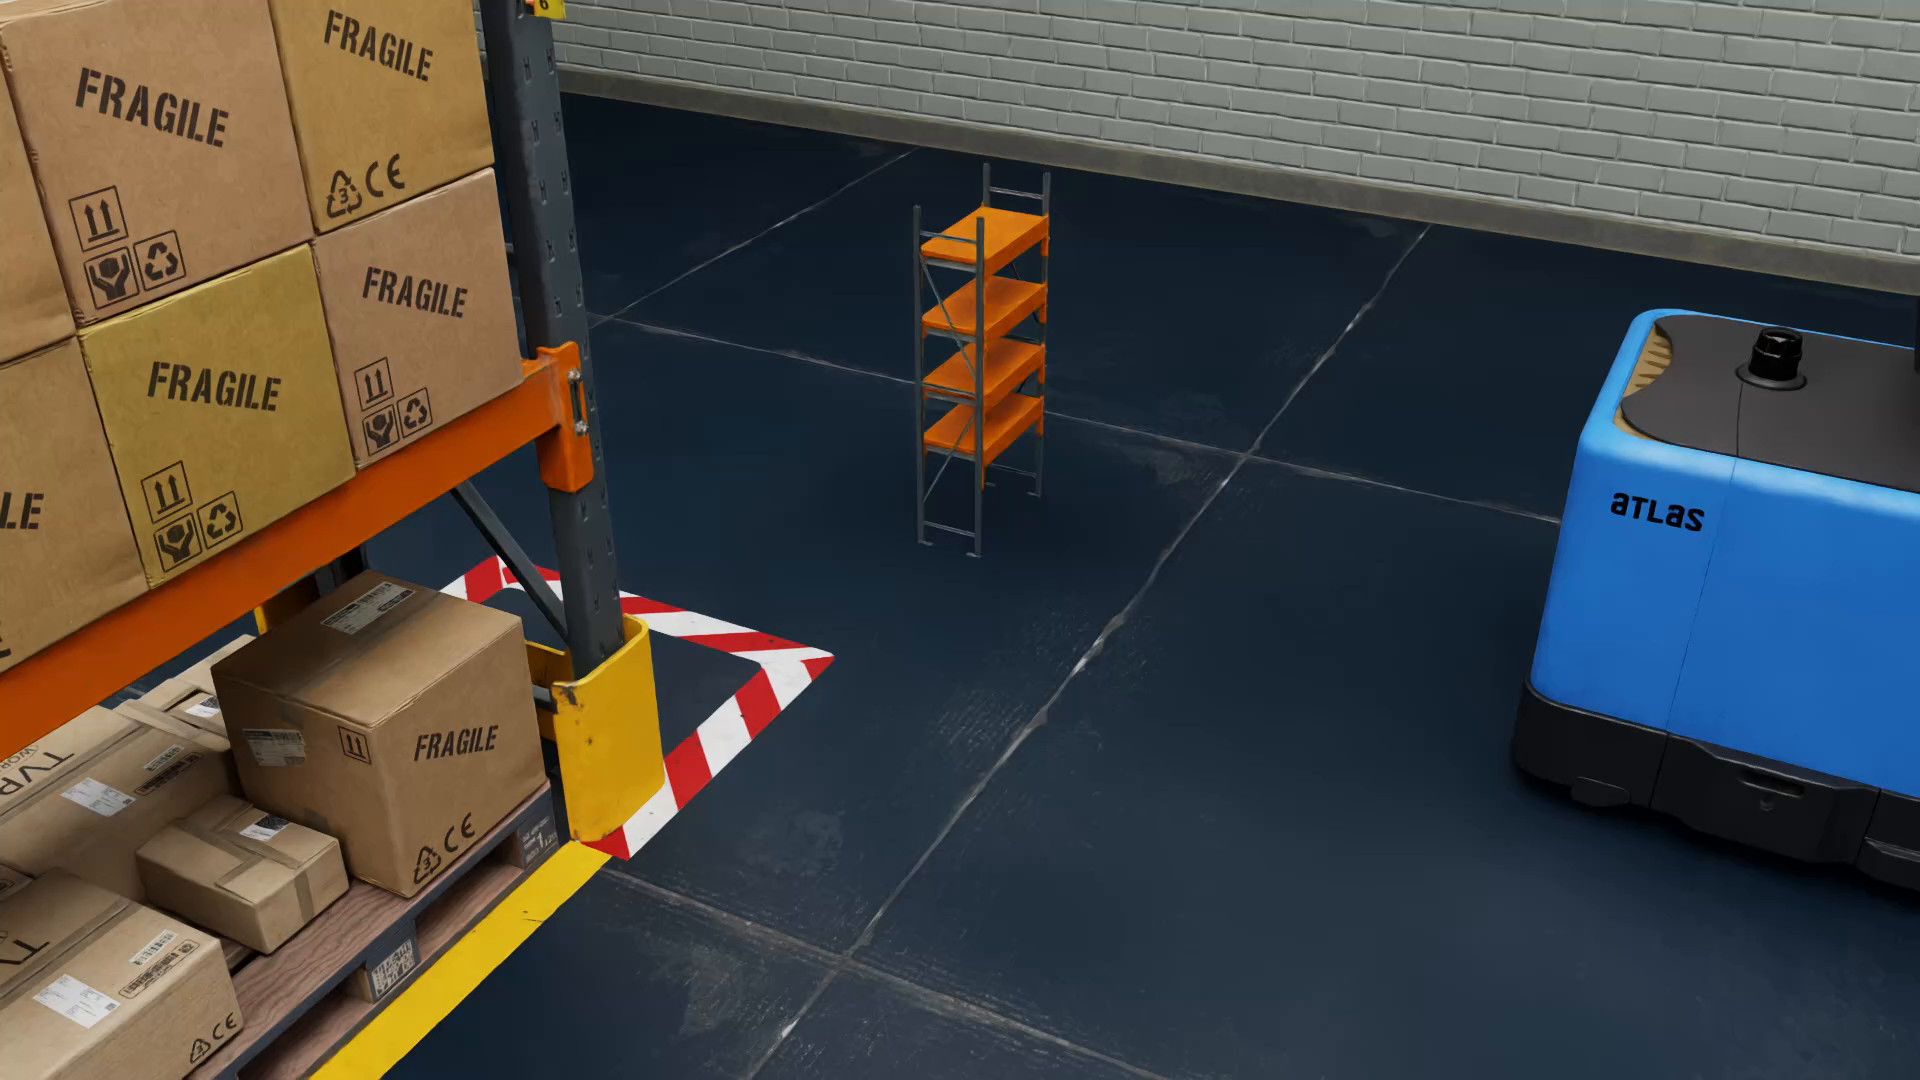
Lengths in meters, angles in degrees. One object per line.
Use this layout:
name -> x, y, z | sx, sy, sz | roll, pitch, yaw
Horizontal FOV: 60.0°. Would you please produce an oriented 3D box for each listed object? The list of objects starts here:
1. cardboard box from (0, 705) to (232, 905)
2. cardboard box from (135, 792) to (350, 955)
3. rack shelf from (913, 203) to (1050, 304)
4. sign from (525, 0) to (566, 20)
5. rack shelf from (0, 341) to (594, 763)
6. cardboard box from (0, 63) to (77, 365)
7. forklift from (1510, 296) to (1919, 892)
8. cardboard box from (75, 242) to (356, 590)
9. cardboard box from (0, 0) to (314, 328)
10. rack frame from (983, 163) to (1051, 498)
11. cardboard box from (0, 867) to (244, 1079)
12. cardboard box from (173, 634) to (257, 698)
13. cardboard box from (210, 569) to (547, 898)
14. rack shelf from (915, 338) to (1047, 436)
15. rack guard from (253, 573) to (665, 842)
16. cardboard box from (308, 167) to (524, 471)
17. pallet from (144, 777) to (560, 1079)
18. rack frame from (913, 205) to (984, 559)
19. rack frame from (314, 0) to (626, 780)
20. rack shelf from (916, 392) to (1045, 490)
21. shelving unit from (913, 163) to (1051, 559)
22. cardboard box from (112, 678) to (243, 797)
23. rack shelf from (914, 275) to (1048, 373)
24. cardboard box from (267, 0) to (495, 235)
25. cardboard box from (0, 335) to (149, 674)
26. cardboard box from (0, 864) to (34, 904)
cardboard box -> -2.084, 0.662, 3.905 | 0.500, 0.250, 0.500 | 14, 33, 23
cardboard box -> -1.649, 0.756, 3.825 | 0.380, 0.166, 0.250 | 14, 33, 23
rack shelf -> 0.075, -0.934, 5.383 | 0.258, 0.148, 0.480 | 14, 33, 23
sign -> -0.871, -1.243, 3.422 | 0.100, 0.325, 0.005 | 14, 33, 23
rack shelf -> -2.267, 0.460, 2.659 | 1.077, 0.370, 4.000 | 14, 33, 23
cardboard box -> -1.775, -0.500, 2.505 | 0.500, 0.500, 0.500 | 15, 33, 25
forklift -> 3.062, -0.470, 3.625 | 3.031, 2.935, 1.130 | 15, 33, 24
cardboard box -> -1.551, -0.290, 3.143 | 0.500, 0.500, 0.500 | 15, 33, 24
cardboard box -> -1.543, -0.731, 2.907 | 0.500, 0.500, 0.500 | 15, 33, 25
rack frame -> 0.187, -0.702, 5.767 | 0.240, 1.200, 0.015 | 14, 33, 23
cardboard box -> -1.844, 0.975, 3.360 | 0.500, 0.250, 0.500 | 14, 33, 23
cardboard box -> -1.853, 0.415, 4.436 | 0.380, 0.149, 0.250 | 14, 33, 23
cardboard box -> -1.384, 0.452, 4.019 | 0.500, 0.500, 0.500 | 14, 33, 23
rack shelf -> 0.075, -0.535, 5.612 | 0.258, 0.148, 0.480 | 14, 33, 23
rack guard -> -1.390, 0.379, 4.587 | 1.175, 0.500, 0.348 | 14, 33, 23
cardboard box -> -1.318, -0.521, 3.545 | 0.500, 0.500, 0.500 | 15, 33, 25
pallet -> -1.753, 0.859, 4.043 | 1.003, 0.211, 1.213 | 14, 33, 23
rack frame -> -0.036, -0.486, 5.391 | 0.240, 1.200, 0.015 | 14, 33, 23
rack frame -> -1.356, -0.738, 4.023 | 1.000, 3.000, 0.127 | 14, 33, 23
rack shelf -> 0.075, -0.363, 5.711 | 0.258, 0.148, 0.480 | 14, 33, 23
shelving unit -> 0.075, -0.594, 5.579 | 0.258, 1.200, 0.503 | 14, 33, 23
cardboard box -> -1.966, 0.518, 4.239 | 0.380, 0.166, 0.250 | 14, 33, 23
rack shelf -> 0.075, -0.729, 5.501 | 0.258, 0.148, 0.480 | 14, 33, 23
cardboard box -> -1.314, -0.955, 3.297 | 0.500, 0.500, 0.500 | 14, 33, 23
cardboard box -> -1.783, -0.071, 2.760 | 0.500, 0.500, 0.500 | 15, 33, 24
cardboard box -> -2.312, 0.883, 3.519 | 0.500, 0.250, 0.500 | 14, 33, 23
